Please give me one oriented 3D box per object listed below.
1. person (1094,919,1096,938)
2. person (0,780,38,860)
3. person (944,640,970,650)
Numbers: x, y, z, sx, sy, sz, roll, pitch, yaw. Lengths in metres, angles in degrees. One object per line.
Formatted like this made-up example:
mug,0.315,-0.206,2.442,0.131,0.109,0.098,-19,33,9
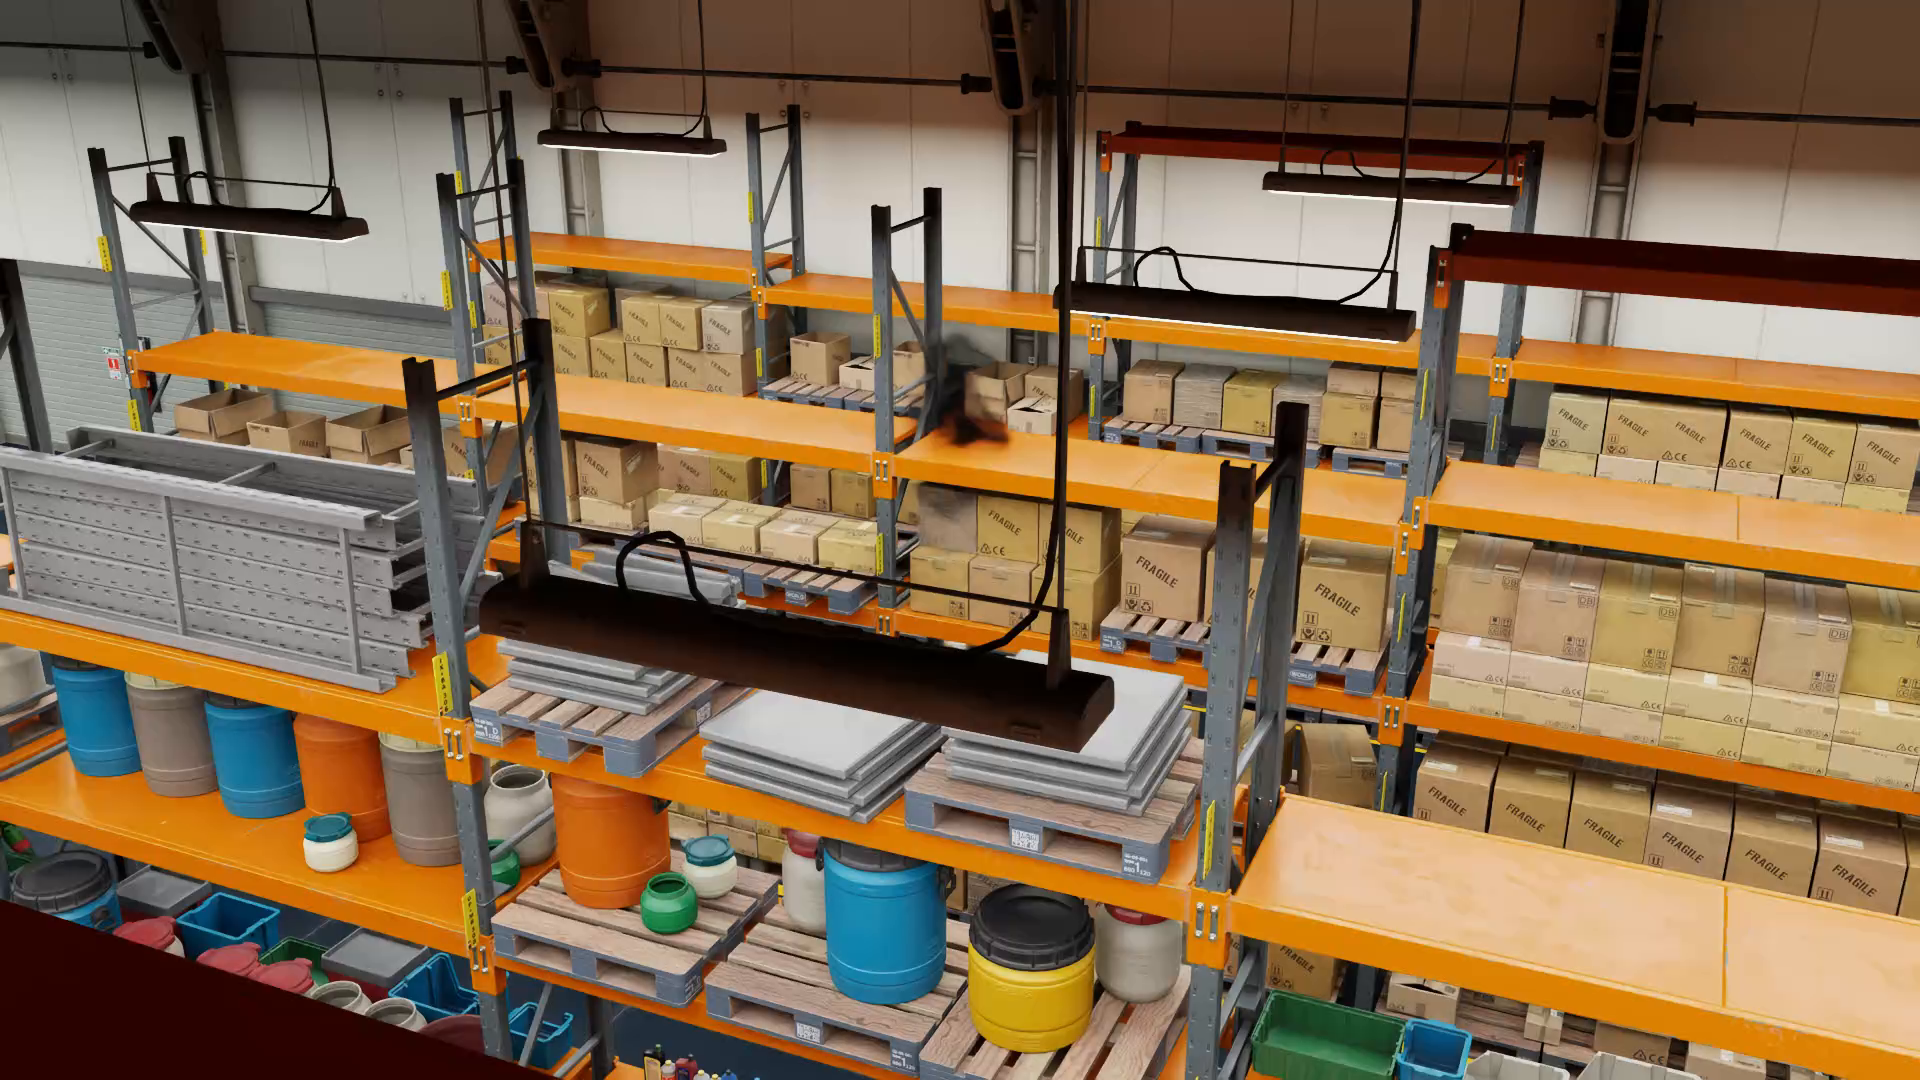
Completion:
person,1.053,3.042,11.338,0.654,1.744,0.714,4,21,11
person,-8.396,2.207,14.276,0.725,1.858,0.665,2,21,4
person,-0.060,1.328,16.036,0.552,1.666,0.614,7,21,17
